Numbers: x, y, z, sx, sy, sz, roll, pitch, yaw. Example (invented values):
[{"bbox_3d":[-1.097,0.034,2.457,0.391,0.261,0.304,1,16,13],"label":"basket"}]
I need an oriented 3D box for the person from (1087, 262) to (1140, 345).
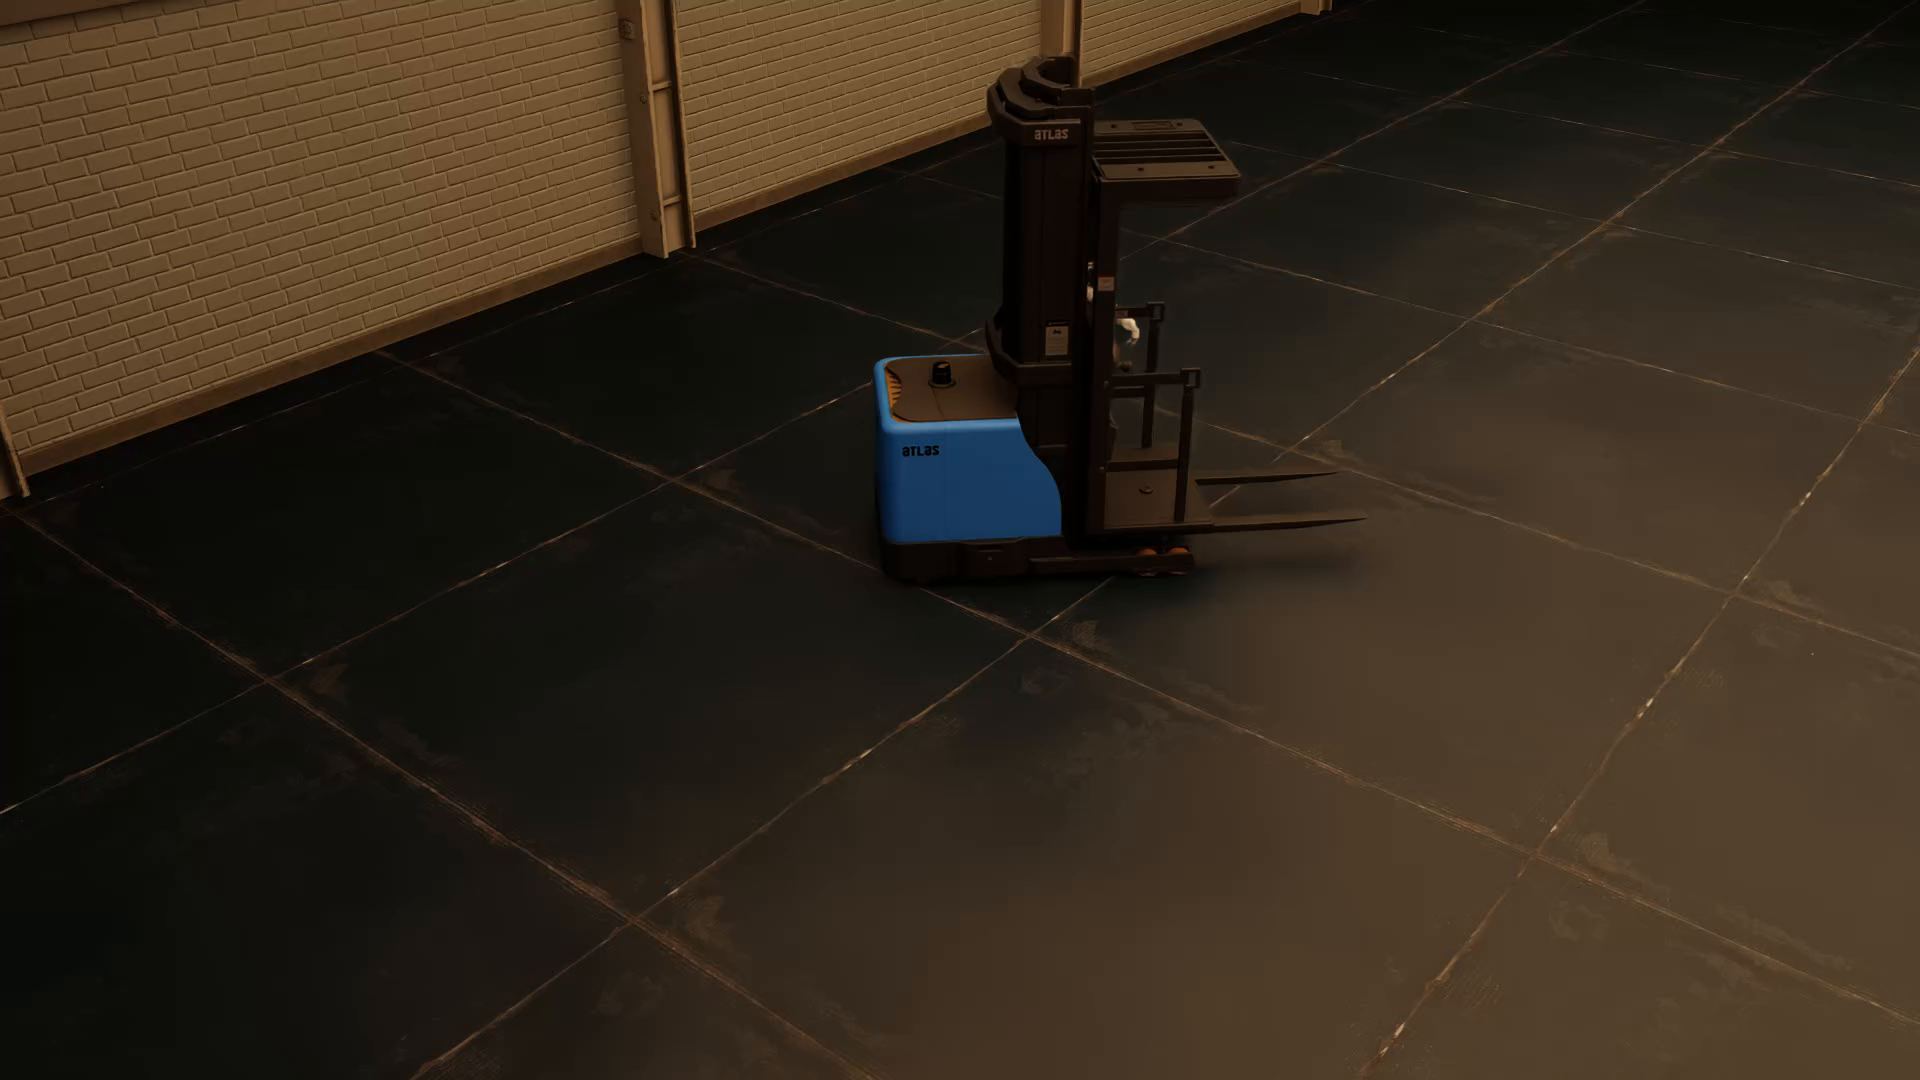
[{"bbox_3d":[0.820,-1.346,11.265,0.800,1.488,0.789,-1,30,-2],"label":"person"}]

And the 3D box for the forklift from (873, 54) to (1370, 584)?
[{"bbox_3d":[1.001,-1.305,9.828,3.031,2.935,1.130,-3,30,-5],"label":"forklift"}]
